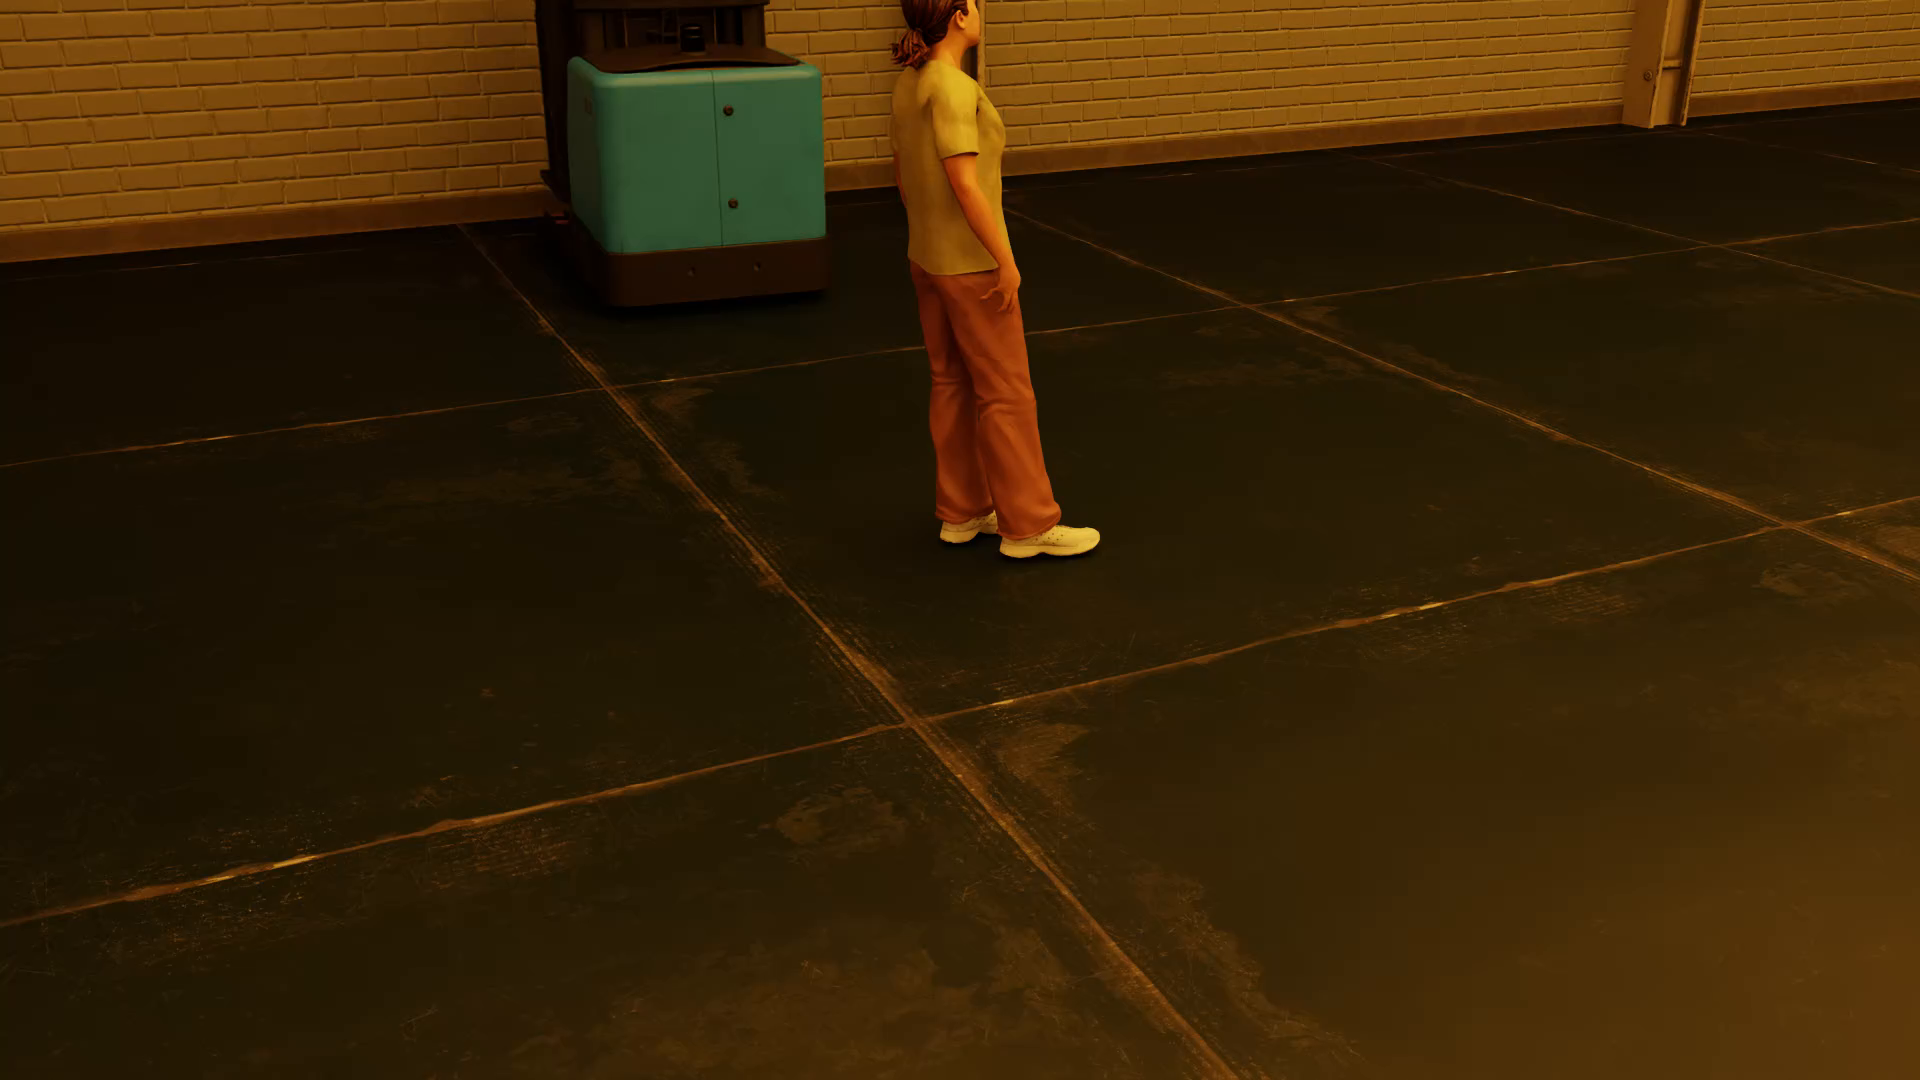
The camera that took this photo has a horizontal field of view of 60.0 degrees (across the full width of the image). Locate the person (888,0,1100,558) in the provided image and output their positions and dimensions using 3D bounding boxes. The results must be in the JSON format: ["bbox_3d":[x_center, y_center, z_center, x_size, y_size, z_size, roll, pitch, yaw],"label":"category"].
[{"bbox_3d":[0.071,-0.789,4.802,0.549,1.675,0.555,-10,25,-23],"label":"person"}]

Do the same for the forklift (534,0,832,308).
[{"bbox_3d":[-1.597,-2.927,8.332,1.130,2.935,3.031,-8,24,-19],"label":"forklift"}]
